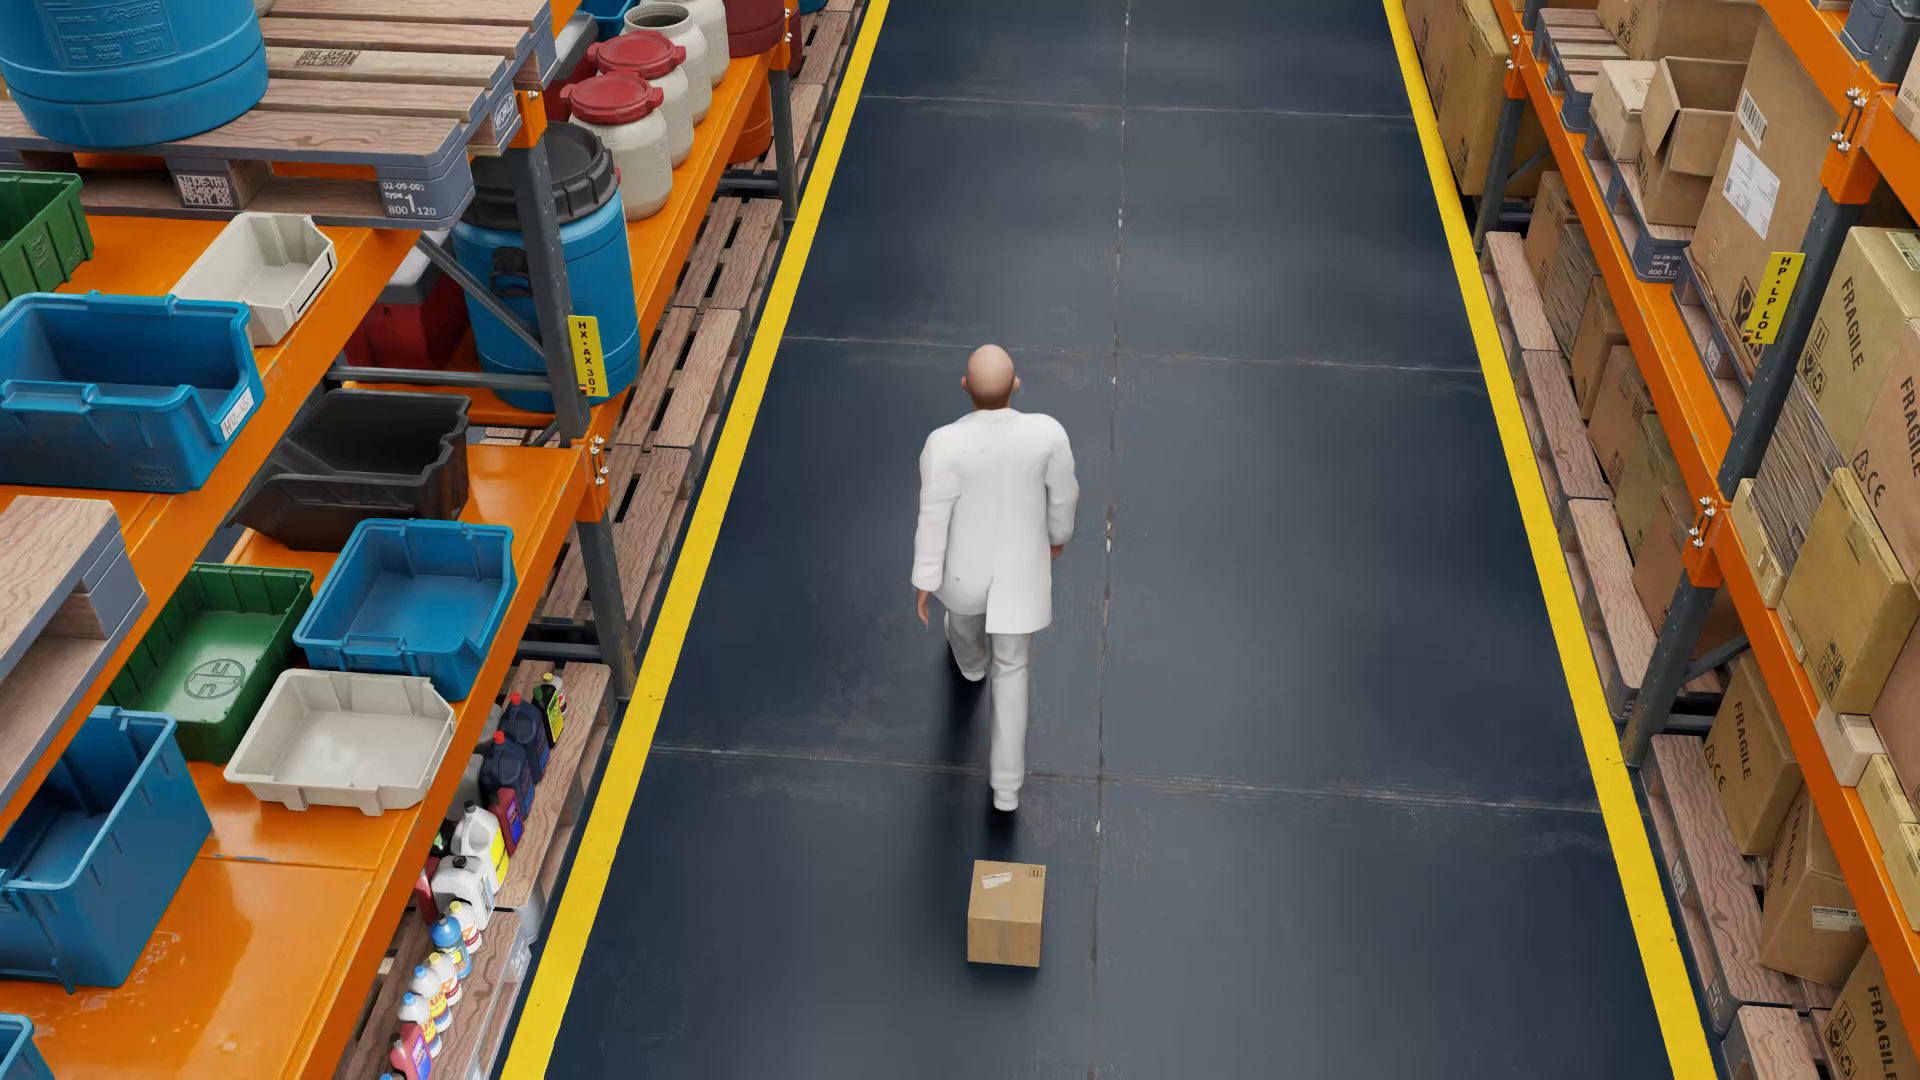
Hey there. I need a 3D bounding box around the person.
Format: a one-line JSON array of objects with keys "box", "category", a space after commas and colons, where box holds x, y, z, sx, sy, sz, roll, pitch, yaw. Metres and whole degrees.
[{"box": [0.125, 0.057, 6.113, 0.613, 1.724, 1.153, -1, 40, -2], "category": "person"}]
